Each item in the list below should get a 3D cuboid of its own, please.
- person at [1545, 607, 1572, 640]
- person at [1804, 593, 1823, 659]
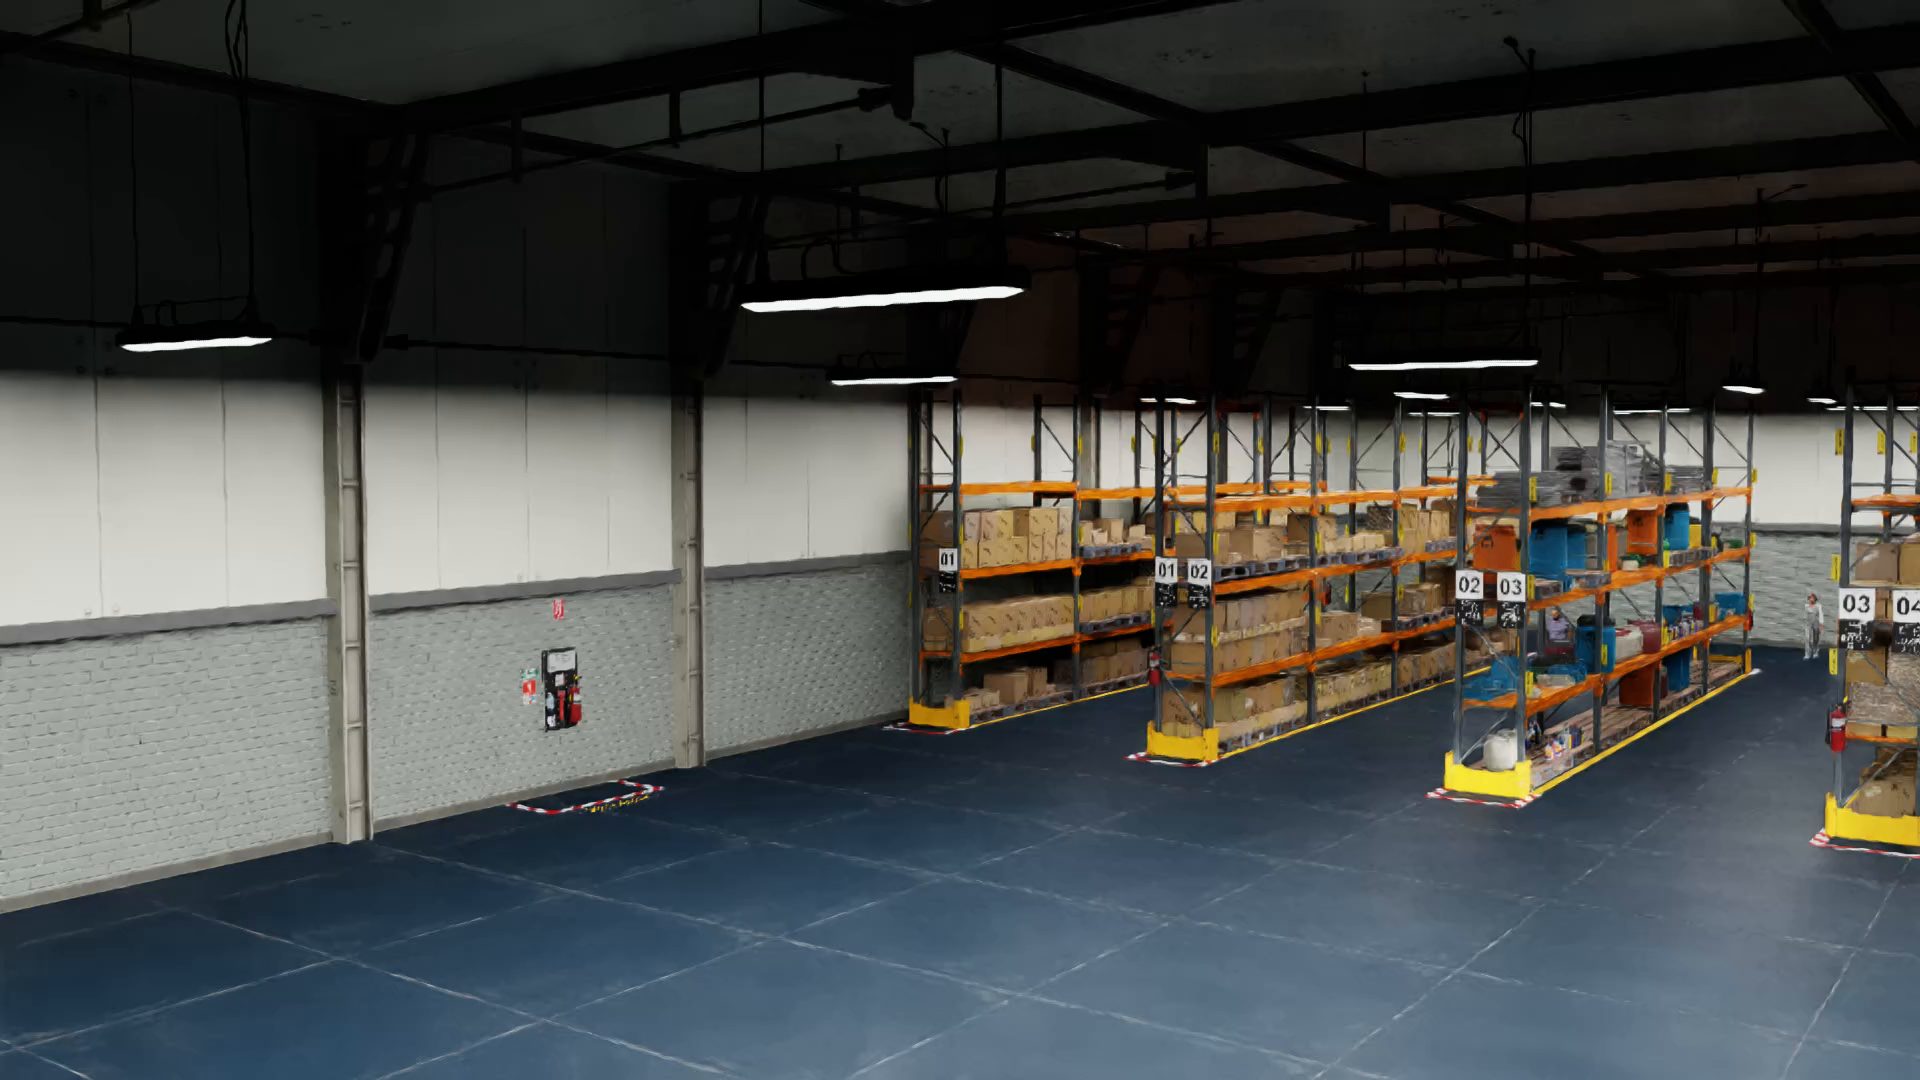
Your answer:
[{"bbox_3d":[12.637,2.218,35.211,0.625,1.573,0.517,2,4,33],"label":"person"},{"bbox_3d":[20.009,2.002,38.983,0.432,1.539,0.947,2,4,35],"label":"person"}]
